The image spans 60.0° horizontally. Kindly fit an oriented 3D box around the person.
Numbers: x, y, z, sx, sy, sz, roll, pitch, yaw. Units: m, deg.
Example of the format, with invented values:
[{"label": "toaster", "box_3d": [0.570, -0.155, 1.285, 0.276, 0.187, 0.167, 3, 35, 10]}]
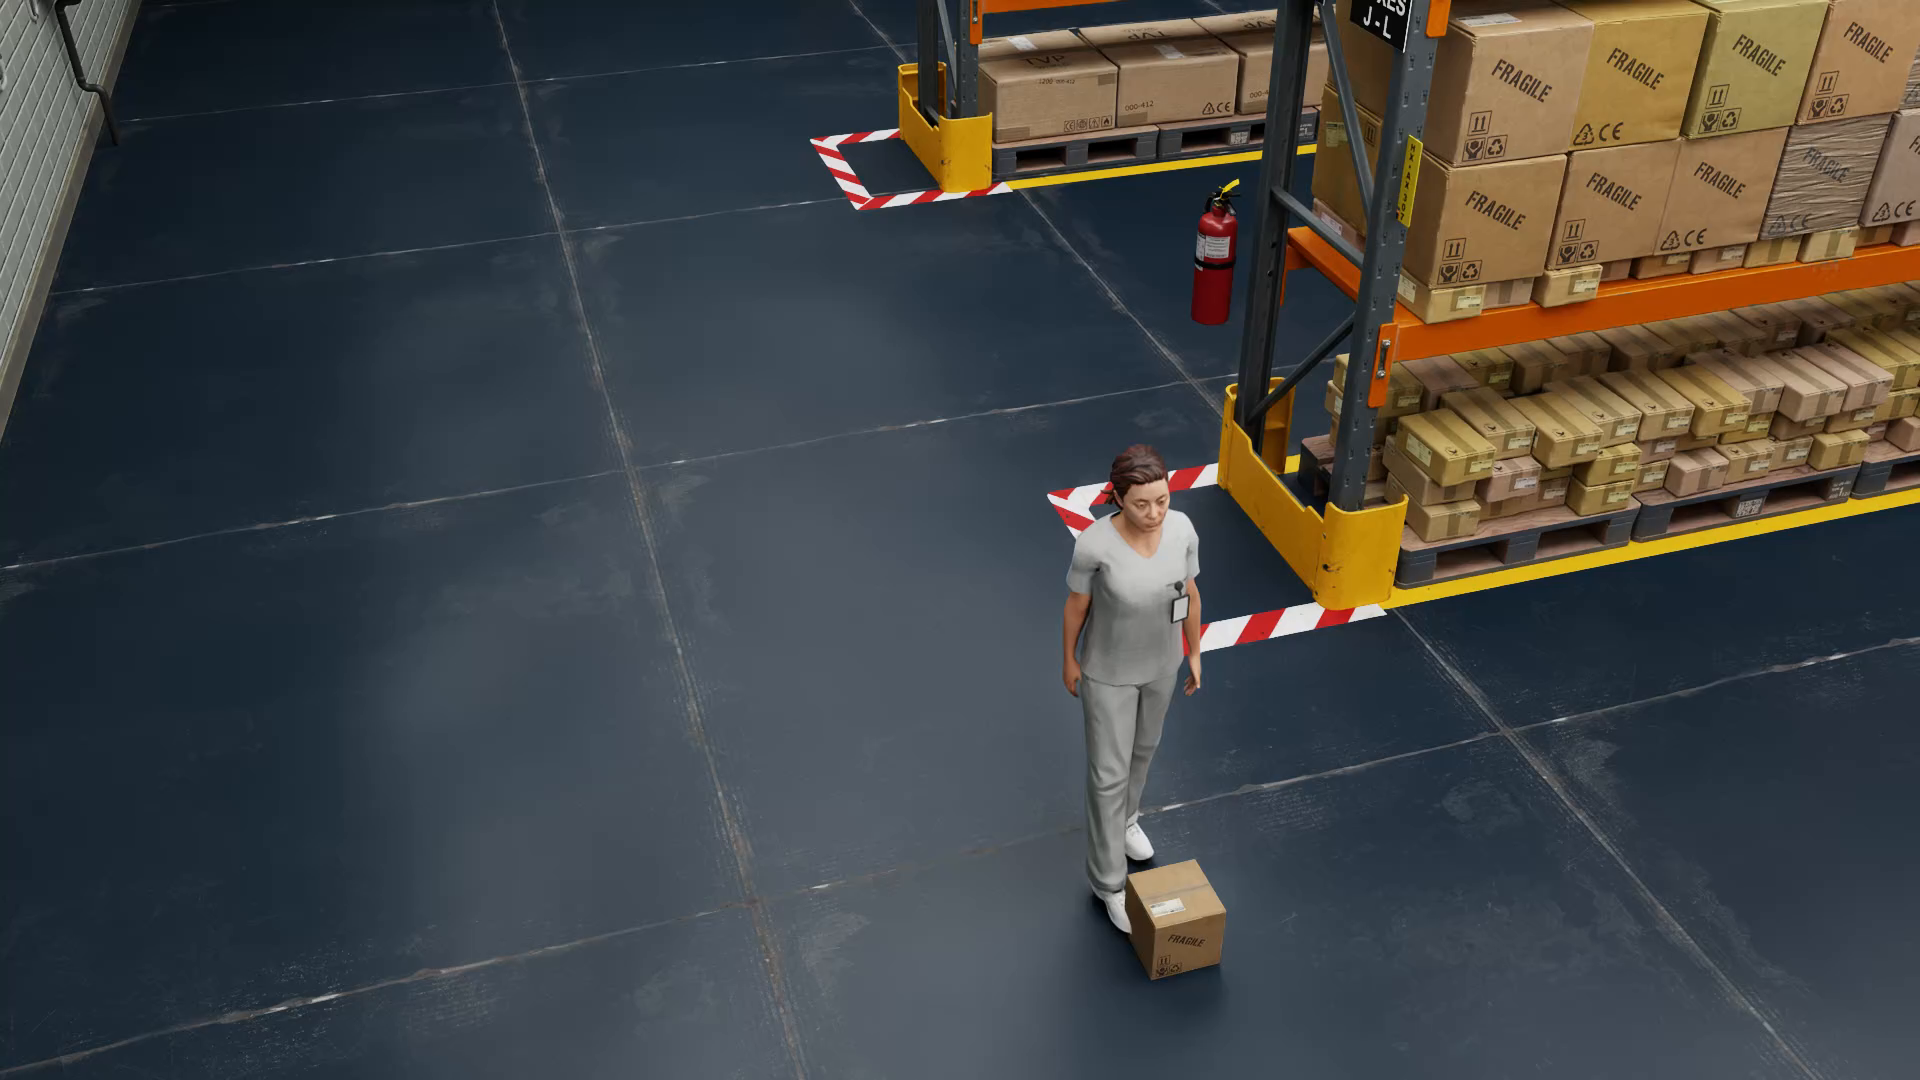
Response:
[{"label": "person", "box_3d": [0.583, 0.420, 5.531, 0.444, 1.669, 0.364, -9, 35, -14]}]
